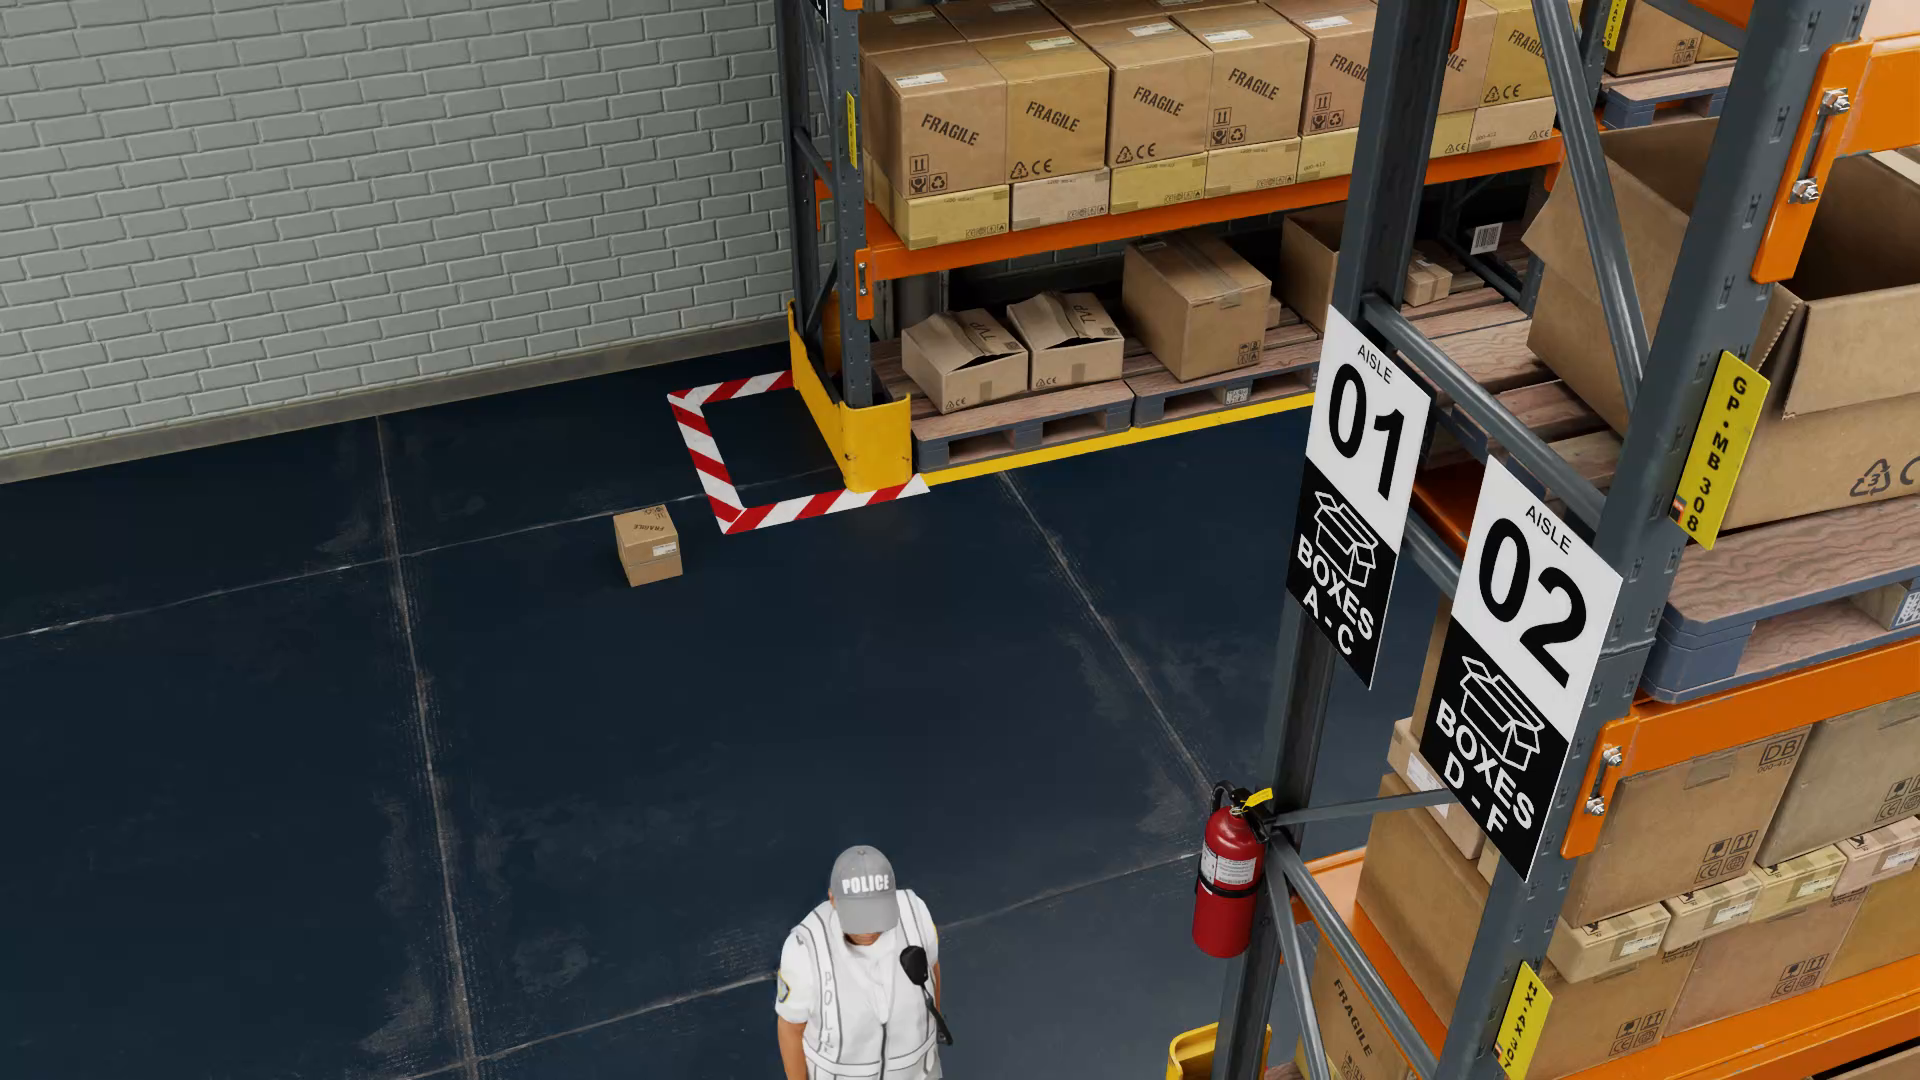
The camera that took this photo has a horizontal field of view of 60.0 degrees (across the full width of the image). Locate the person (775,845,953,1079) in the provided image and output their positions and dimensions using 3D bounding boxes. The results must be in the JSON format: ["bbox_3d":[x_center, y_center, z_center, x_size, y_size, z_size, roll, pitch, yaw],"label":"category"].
[{"bbox_3d":[-0.248,1.548,4.788,0.511,1.641,0.890,-10,39,-12],"label":"person"}]
